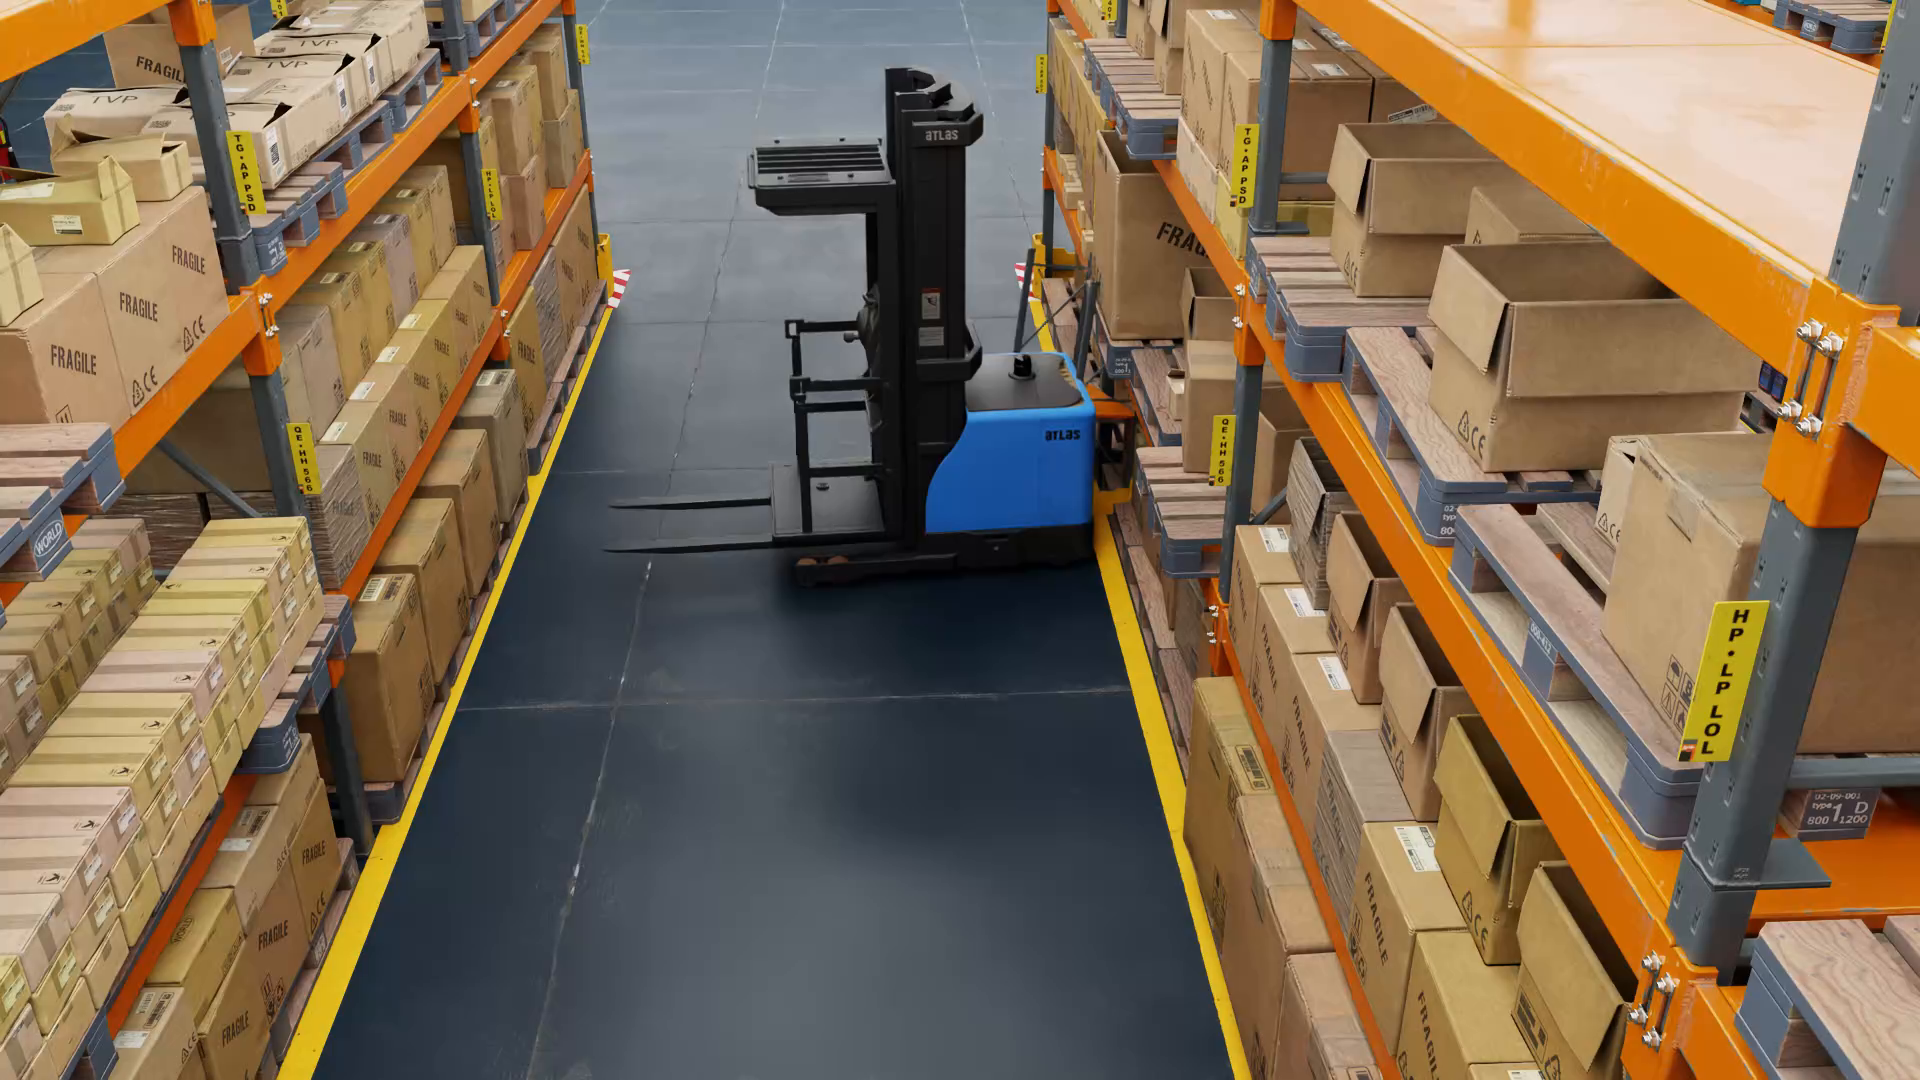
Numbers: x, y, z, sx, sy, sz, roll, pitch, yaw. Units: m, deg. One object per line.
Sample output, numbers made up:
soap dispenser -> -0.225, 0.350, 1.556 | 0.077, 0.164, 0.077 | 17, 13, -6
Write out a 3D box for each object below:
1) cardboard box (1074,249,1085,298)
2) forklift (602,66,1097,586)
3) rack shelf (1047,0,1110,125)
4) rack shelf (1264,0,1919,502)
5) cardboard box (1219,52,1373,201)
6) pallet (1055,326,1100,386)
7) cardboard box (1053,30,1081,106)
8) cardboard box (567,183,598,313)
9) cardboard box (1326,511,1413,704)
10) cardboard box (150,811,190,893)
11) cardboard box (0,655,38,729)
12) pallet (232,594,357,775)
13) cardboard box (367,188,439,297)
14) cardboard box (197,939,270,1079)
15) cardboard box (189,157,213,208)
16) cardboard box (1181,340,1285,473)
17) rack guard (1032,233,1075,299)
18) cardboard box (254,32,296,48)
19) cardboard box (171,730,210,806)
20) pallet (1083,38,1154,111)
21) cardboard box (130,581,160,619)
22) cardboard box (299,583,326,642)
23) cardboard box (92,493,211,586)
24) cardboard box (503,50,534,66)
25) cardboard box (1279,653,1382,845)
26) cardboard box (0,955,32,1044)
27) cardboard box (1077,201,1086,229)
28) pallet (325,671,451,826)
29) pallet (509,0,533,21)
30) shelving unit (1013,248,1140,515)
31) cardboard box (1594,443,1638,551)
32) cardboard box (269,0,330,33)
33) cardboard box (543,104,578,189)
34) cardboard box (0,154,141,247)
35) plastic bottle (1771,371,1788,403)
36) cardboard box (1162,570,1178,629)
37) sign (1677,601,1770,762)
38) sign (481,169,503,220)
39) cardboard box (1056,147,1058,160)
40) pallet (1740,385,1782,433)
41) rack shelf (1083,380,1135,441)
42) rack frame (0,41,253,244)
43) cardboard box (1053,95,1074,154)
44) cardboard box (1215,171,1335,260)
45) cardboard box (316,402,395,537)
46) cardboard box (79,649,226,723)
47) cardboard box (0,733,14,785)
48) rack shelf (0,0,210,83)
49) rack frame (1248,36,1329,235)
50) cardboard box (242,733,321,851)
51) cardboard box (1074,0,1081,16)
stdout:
cardboard box -> 1.257, -2.401, 14.358 | 0.500, 0.500, 0.500 | 4, 28, 7
forklift -> -0.720, -1.277, 10.029 | 3.031, 2.935, 1.130 | -3, 28, -6
rack shelf -> 1.346, -3.699, 12.133 | 1.077, 0.370, 4.000 | -1, 28, -3
rack shelf -> 1.763, -1.157, 4.448 | 1.077, 0.370, 4.000 | -1, 28, -3
cardboard box -> 1.384, -1.727, 6.926 | 0.500, 0.500, 0.500 | -1, 28, -1
pallet -> 1.313, -1.402, 13.210 | 1.003, 0.211, 1.213 | -1, 28, -3
cardboard box -> 1.017, -3.740, 13.165 | 0.500, 0.500, 0.500 | -1, 28, -3
cardboard box -> -3.616, -2.471, 14.088 | 0.875, 0.875, 0.875 | -1, 28, -2
cardboard box -> 1.712, 0.233, 5.867 | 0.797, 0.503, 0.637 | -1, 28, -1
cardboard box -> -2.736, 1.016, 5.376 | 0.380, 0.149, 0.250 | -3, 28, -5
cardboard box -> -3.415, 0.520, 5.683 | 0.380, 0.149, 0.250 | 0, 28, 0
pallet -> -3.156, 0.568, 6.626 | 1.213, 0.211, 1.003 | -1, 28, -3
cardboard box -> -3.448, -1.712, 9.600 | 0.700, 0.500, 0.500 | -2, 28, -3
cardboard box -> -2.937, 1.859, 6.190 | 0.500, 0.500, 0.500 | -3, 28, -5
cardboard box -> -3.157, -1.451, 6.755 | 0.380, 0.149, 0.250 | -2, 28, -5
cardboard box -> 1.462, -0.651, 8.193 | 0.700, 0.500, 0.500 | 3, 28, 5
rack guard -> 1.245, -2.468, 14.942 | 1.175, 0.500, 0.348 | -1, 28, -3
cardboard box -> -3.702, -2.655, 9.064 | 0.250, 0.149, 0.380 | -1, 28, -3
cardboard box -> -2.750, 0.762, 5.541 | 0.380, 0.149, 0.250 | -1, 28, -1
pallet -> 1.376, -2.723, 9.687 | 1.213, 0.211, 1.003 | -1, 28, -3
cardboard box -> -3.478, 0.293, 6.763 | 0.380, 0.149, 0.250 | -2, 28, -3
cardboard box -> -2.815, 0.298, 6.753 | 0.380, 0.149, 0.250 | -1, 28, -2
cardboard box -> -3.591, -0.090, 7.571 | 0.500, 0.500, 0.500 | -1, 28, -3
cardboard box -> -3.722, -3.398, 12.691 | 0.875, 0.550, 0.550 | -1, 28, -3
cardboard box -> 1.472, 0.744, 5.971 | 0.500, 0.500, 0.500 | -2, 28, -4
cardboard box -> -2.683, 1.225, 4.333 | 0.380, 0.149, 0.250 | -1, 28, -2
cardboard box -> 1.082, -2.438, 12.453 | 0.380, 0.149, 0.250 | -1, 28, -3
pallet -> -3.266, 1.026, 8.554 | 1.003, 0.211, 1.213 | -1, 28, -3
pallet -> -3.601, -3.922, 11.878 | 1.003, 0.211, 1.213 | -1, 28, -3
shelving unit -> 0.768, -1.055, 10.942 | 0.587, 1.500, 1.083 | 0, 20, -22
cardboard box -> 1.900, -0.055, 4.011 | 0.500, 0.311, 0.500 | -2, 28, -4
cardboard box -> -3.726, -2.907, 9.420 | 0.258, 0.266, 0.396 | -2, 28, -3
cardboard box -> -3.602, -3.181, 13.444 | 0.875, 0.550, 0.550 | -1, 28, -3
cardboard box -> -2.977, -1.141, 5.514 | 0.396, 0.266, 0.258 | -1, 28, -3
plastic bottle -> 6.075, -1.195, 12.186 | 0.144, 0.351, 0.185 | -2, 28, -4
cardboard box -> 1.526, 0.170, 9.408 | 0.700, 0.500, 0.500 | 1, 28, 2
sign -> 1.326, 0.249, 2.886 | 0.100, 0.325, 0.005 | -1, 28, -3
sign -> -2.967, -2.187, 10.533 | 0.100, 0.325, 0.005 | -1, 28, -3
cardboard box -> 1.012, -3.247, 14.003 | 0.380, 0.149, 0.250 | -1, 28, -3
pallet -> 6.403, -0.959, 12.360 | 1.003, 0.211, 1.213 | -1, 28, -3
rack shelf -> 0.741, -0.889, 11.008 | 0.538, 0.185, 1.000 | 0, 20, -22
rack frame -> -3.300, -2.504, 5.820 | 1.000, 3.000, 0.127 | -1, 28, -3
cardboard box -> 1.242, -3.533, 13.851 | 0.875, 0.500, 0.500 | -1, 28, -3
cardboard box -> 1.389, -1.394, 7.098 | 0.500, 0.250, 0.500 | -1, 28, -3
cardboard box -> -3.083, -0.337, 8.044 | 0.500, 0.500, 0.500 | -2, 28, -3
cardboard box -> -2.767, 0.504, 5.714 | 0.380, 0.149, 0.250 | -1, 28, -3
cardboard box -> -3.406, 0.772, 5.522 | 0.380, 0.149, 0.250 | -2, 28, -3
rack shelf -> -3.195, -1.084, 4.308 | 1.077, 0.370, 4.000 | -1, 28, -3
rack frame -> 1.659, -2.577, 5.960 | 1.000, 3.000, 0.127 | -1, 28, -3
cardboard box -> -3.002, 1.055, 6.921 | 0.500, 0.250, 0.500 | -2, 28, -4
cardboard box -> 1.095, -3.939, 11.978 | 0.500, 0.250, 0.500 | -1, 28, -1
